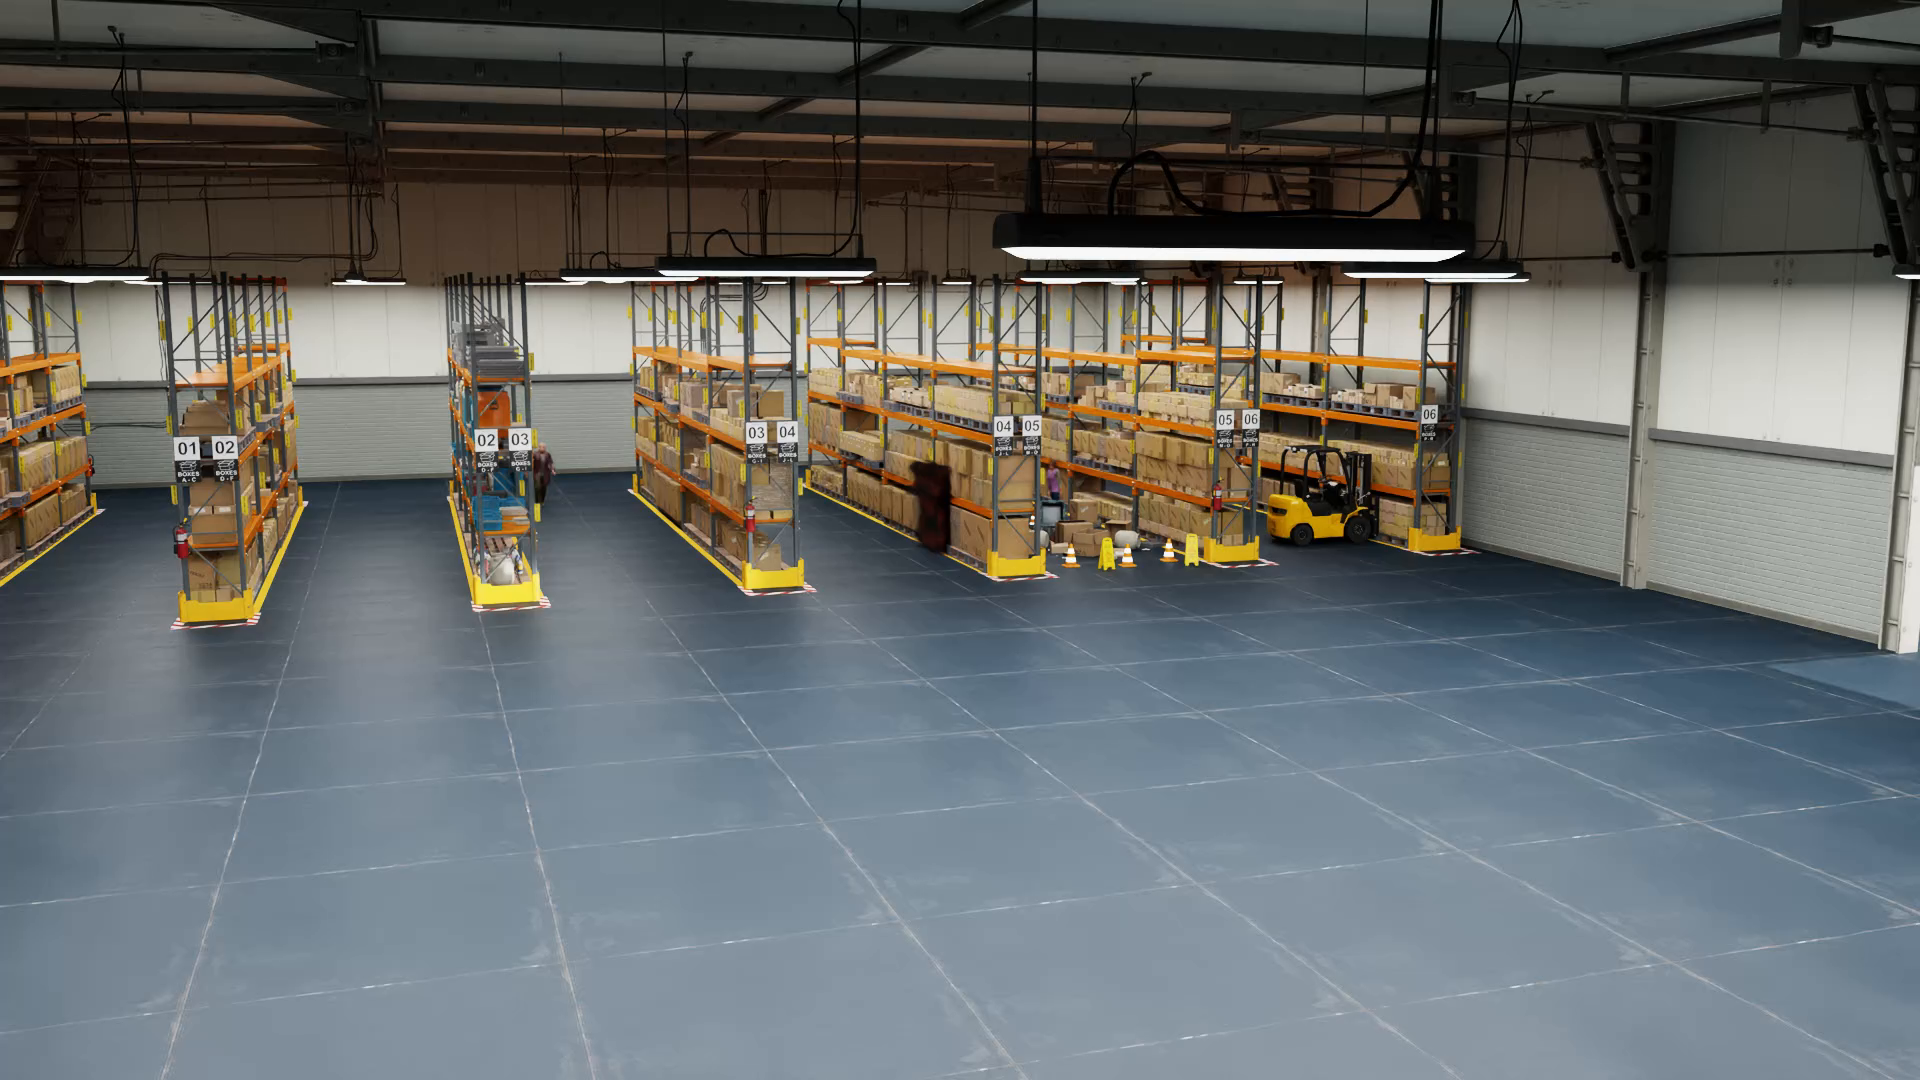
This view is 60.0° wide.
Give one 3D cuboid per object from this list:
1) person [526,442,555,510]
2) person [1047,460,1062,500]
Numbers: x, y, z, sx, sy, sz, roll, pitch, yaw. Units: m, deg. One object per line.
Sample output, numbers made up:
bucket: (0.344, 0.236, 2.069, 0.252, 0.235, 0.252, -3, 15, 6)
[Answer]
person: (-11.005, -1.662, 43.599, 0.739, 1.808, 0.936, -3, 9, -18)
person: (2.288, -1.168, 40.508, 0.353, 1.598, 0.464, -3, 9, -16)
